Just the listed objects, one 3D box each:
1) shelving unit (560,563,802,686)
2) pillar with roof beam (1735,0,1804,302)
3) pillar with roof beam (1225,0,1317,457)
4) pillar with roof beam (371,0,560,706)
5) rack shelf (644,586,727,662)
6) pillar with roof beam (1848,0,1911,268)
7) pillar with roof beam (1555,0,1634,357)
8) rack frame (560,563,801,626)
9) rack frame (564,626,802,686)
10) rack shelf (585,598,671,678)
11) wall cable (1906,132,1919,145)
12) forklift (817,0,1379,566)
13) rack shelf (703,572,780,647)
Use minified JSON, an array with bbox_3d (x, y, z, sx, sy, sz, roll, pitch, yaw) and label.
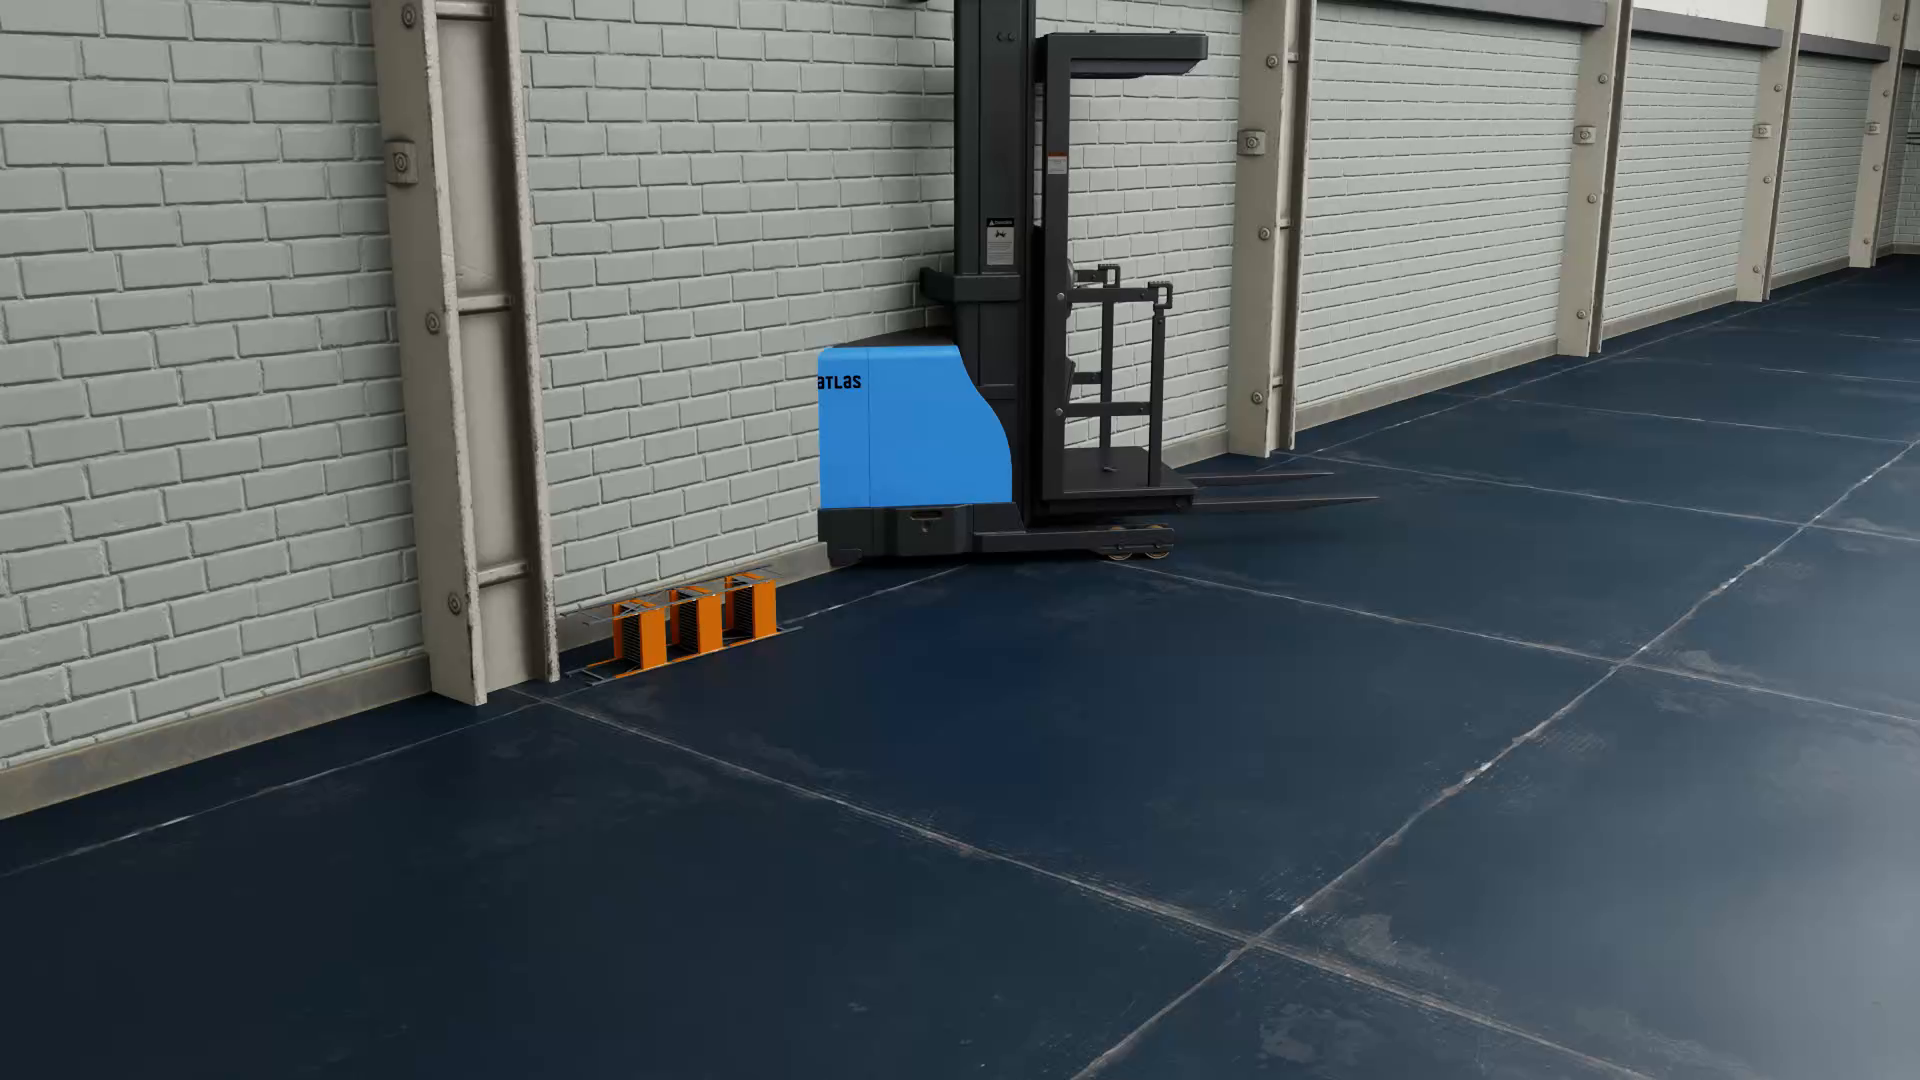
[{"bbox_3d":[-1.116,0.332,6.793,0.215,0.252,1.050,14,20,43],"label":"shelving unit"},{"bbox_3d":[12.862,-6.586,16.271,9.100,9.000,0.400,11,18,38],"label":"pillar with roof beam"},{"bbox_3d":[5.320,-4.288,7.224,9.100,9.000,0.400,11,18,38],"label":"pillar with roof beam"},{"bbox_3d":[1.549,-3.139,2.701,9.100,9.000,0.400,11,18,38],"label":"pillar with roof beam"},{"bbox_3d":[-1.124,0.333,6.786,0.215,0.240,0.259,14,20,43],"label":"rack shelf"},{"bbox_3d":[16.633,-7.735,20.794,9.100,9.000,0.400,11,18,38],"label":"pillar with roof beam"},{"bbox_3d":[9.091,-5.437,11.748,9.100,9.000,0.400,11,18,38],"label":"pillar with roof beam"},{"bbox_3d":[-1.116,0.213,6.763,0.200,0.008,1.050,14,20,43],"label":"rack frame"},{"bbox_3d":[-1.116,0.450,6.823,0.200,0.008,1.050,14,20,43],"label":"rack frame"},{"bbox_3d":[-1.319,0.382,6.594,0.215,0.240,0.259,14,20,43],"label":"rack shelf"},{"bbox_3d":[16.164,-7.256,25.214,3.097,2.526,0.112,11,18,38],"label":"wall cable"},{"bbox_3d":[0.616,-1.445,8.360,3.031,2.935,1.130,-2,14,-9],"label":"forklift"},{"bbox_3d":[-0.924,0.284,6.981,0.215,0.240,0.259,14,20,43],"label":"rack shelf"}]
